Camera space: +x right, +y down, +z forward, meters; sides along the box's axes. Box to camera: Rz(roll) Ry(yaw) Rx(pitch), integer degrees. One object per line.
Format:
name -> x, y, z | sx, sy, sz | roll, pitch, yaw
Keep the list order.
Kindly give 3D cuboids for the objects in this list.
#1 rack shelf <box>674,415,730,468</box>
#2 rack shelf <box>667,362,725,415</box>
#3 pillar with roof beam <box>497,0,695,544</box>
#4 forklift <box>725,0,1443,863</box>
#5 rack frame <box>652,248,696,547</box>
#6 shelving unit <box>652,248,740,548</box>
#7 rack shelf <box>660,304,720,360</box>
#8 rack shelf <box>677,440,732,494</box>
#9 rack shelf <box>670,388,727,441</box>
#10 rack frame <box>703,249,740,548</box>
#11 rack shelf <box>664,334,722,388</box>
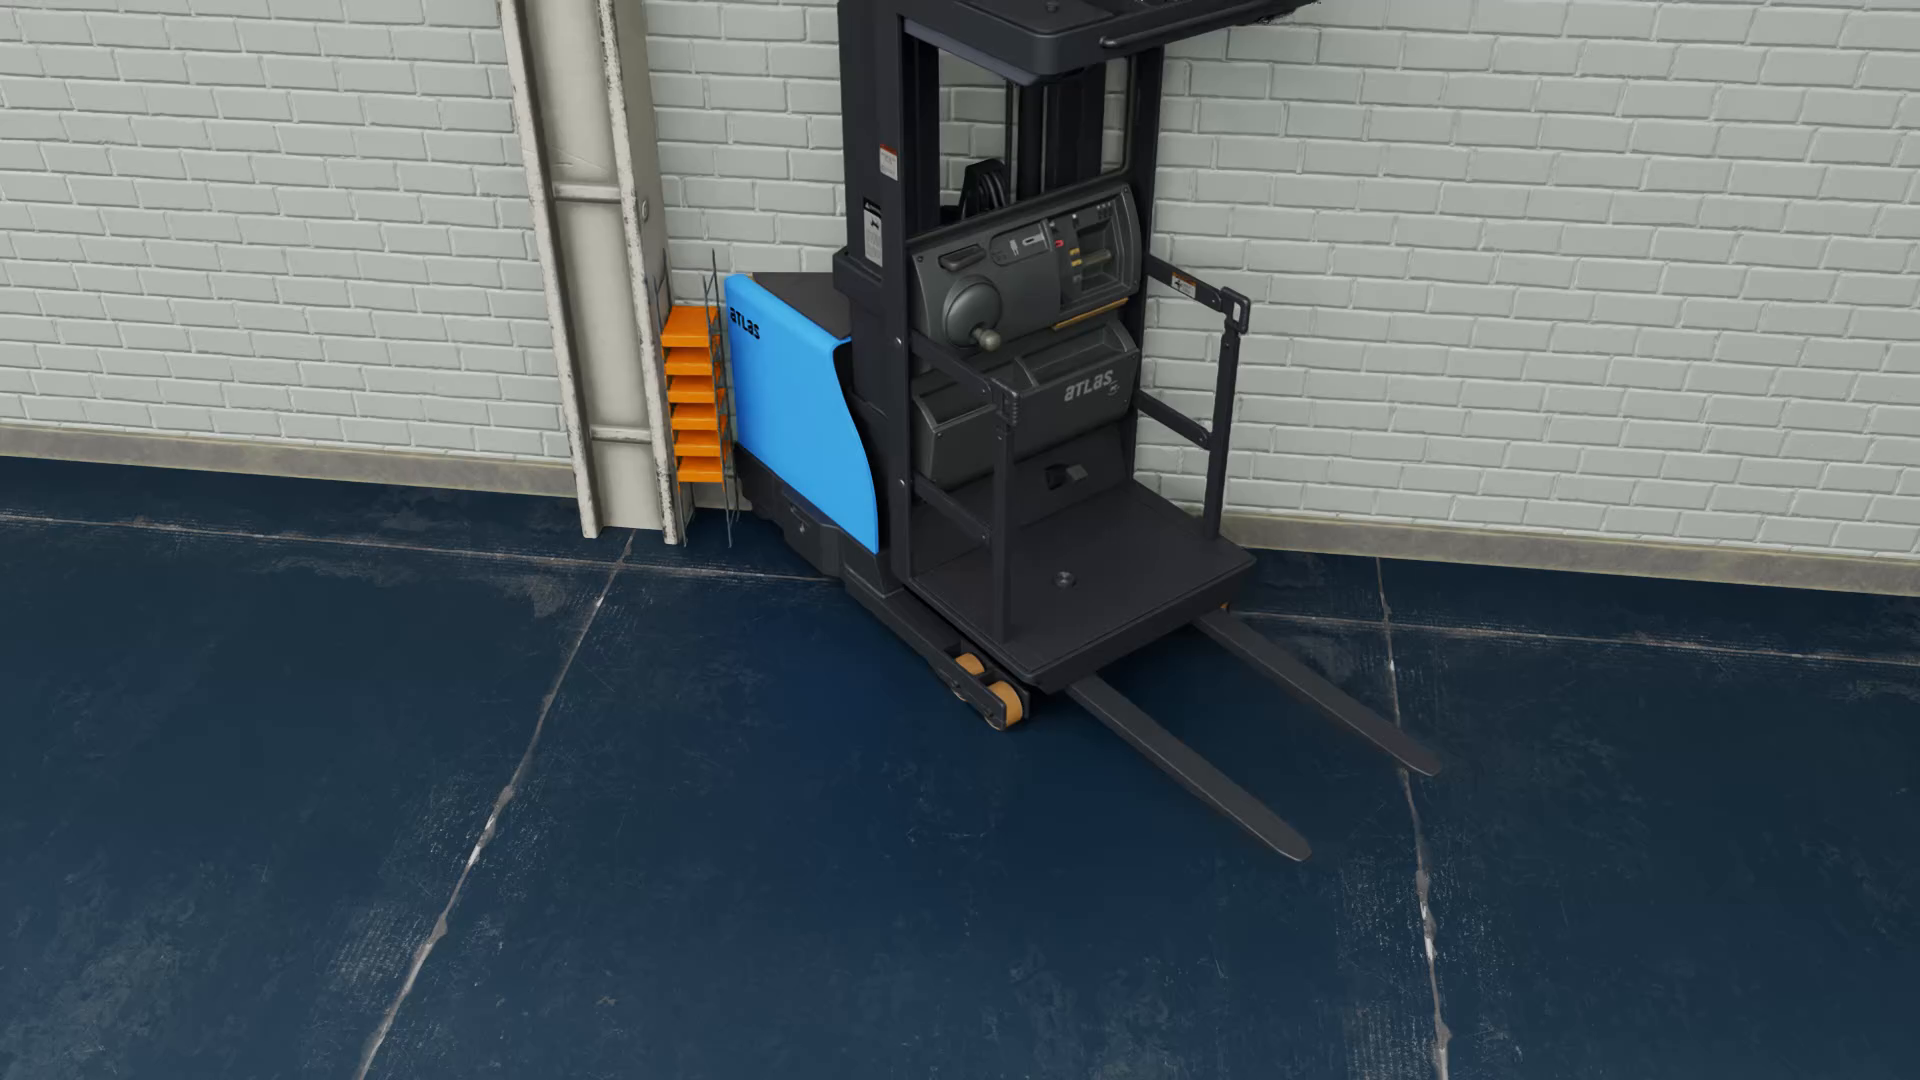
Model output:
rack shelf -> -1.013, -0.395, 6.552 | 0.180, 0.103, 0.258 | 1, 35, 2
rack shelf -> -1.014, -0.591, 6.414 | 0.180, 0.103, 0.258 | 1, 35, 2
pillar with roof beam -> -1.866, -1.268, 0.781 | 0.400, 9.000, 9.100 | 4, 36, 6
forklift -> 0.369, -0.857, 5.428 | 1.130, 2.935, 3.031 | -24, 42, -30
rack frame -> -1.105, -0.531, 6.460 | 0.006, 1.200, 0.240 | 1, 35, 2
shelving unit -> -1.014, -0.529, 6.457 | 0.189, 1.200, 0.258 | 1, 35, 2
rack shelf -> -1.015, -0.787, 6.275 | 0.180, 0.103, 0.258 | 1, 35, 2
rack shelf -> -1.013, -0.297, 6.622 | 0.180, 0.103, 0.258 | 1, 35, 2
rack shelf -> -1.014, -0.493, 6.483 | 0.180, 0.103, 0.258 | 1, 35, 2
rack frame -> -0.922, -0.528, 6.455 | 0.006, 1.200, 0.240 | 1, 35, 2
rack shelf -> -1.014, -0.689, 6.344 | 0.180, 0.103, 0.258 | 1, 35, 2
